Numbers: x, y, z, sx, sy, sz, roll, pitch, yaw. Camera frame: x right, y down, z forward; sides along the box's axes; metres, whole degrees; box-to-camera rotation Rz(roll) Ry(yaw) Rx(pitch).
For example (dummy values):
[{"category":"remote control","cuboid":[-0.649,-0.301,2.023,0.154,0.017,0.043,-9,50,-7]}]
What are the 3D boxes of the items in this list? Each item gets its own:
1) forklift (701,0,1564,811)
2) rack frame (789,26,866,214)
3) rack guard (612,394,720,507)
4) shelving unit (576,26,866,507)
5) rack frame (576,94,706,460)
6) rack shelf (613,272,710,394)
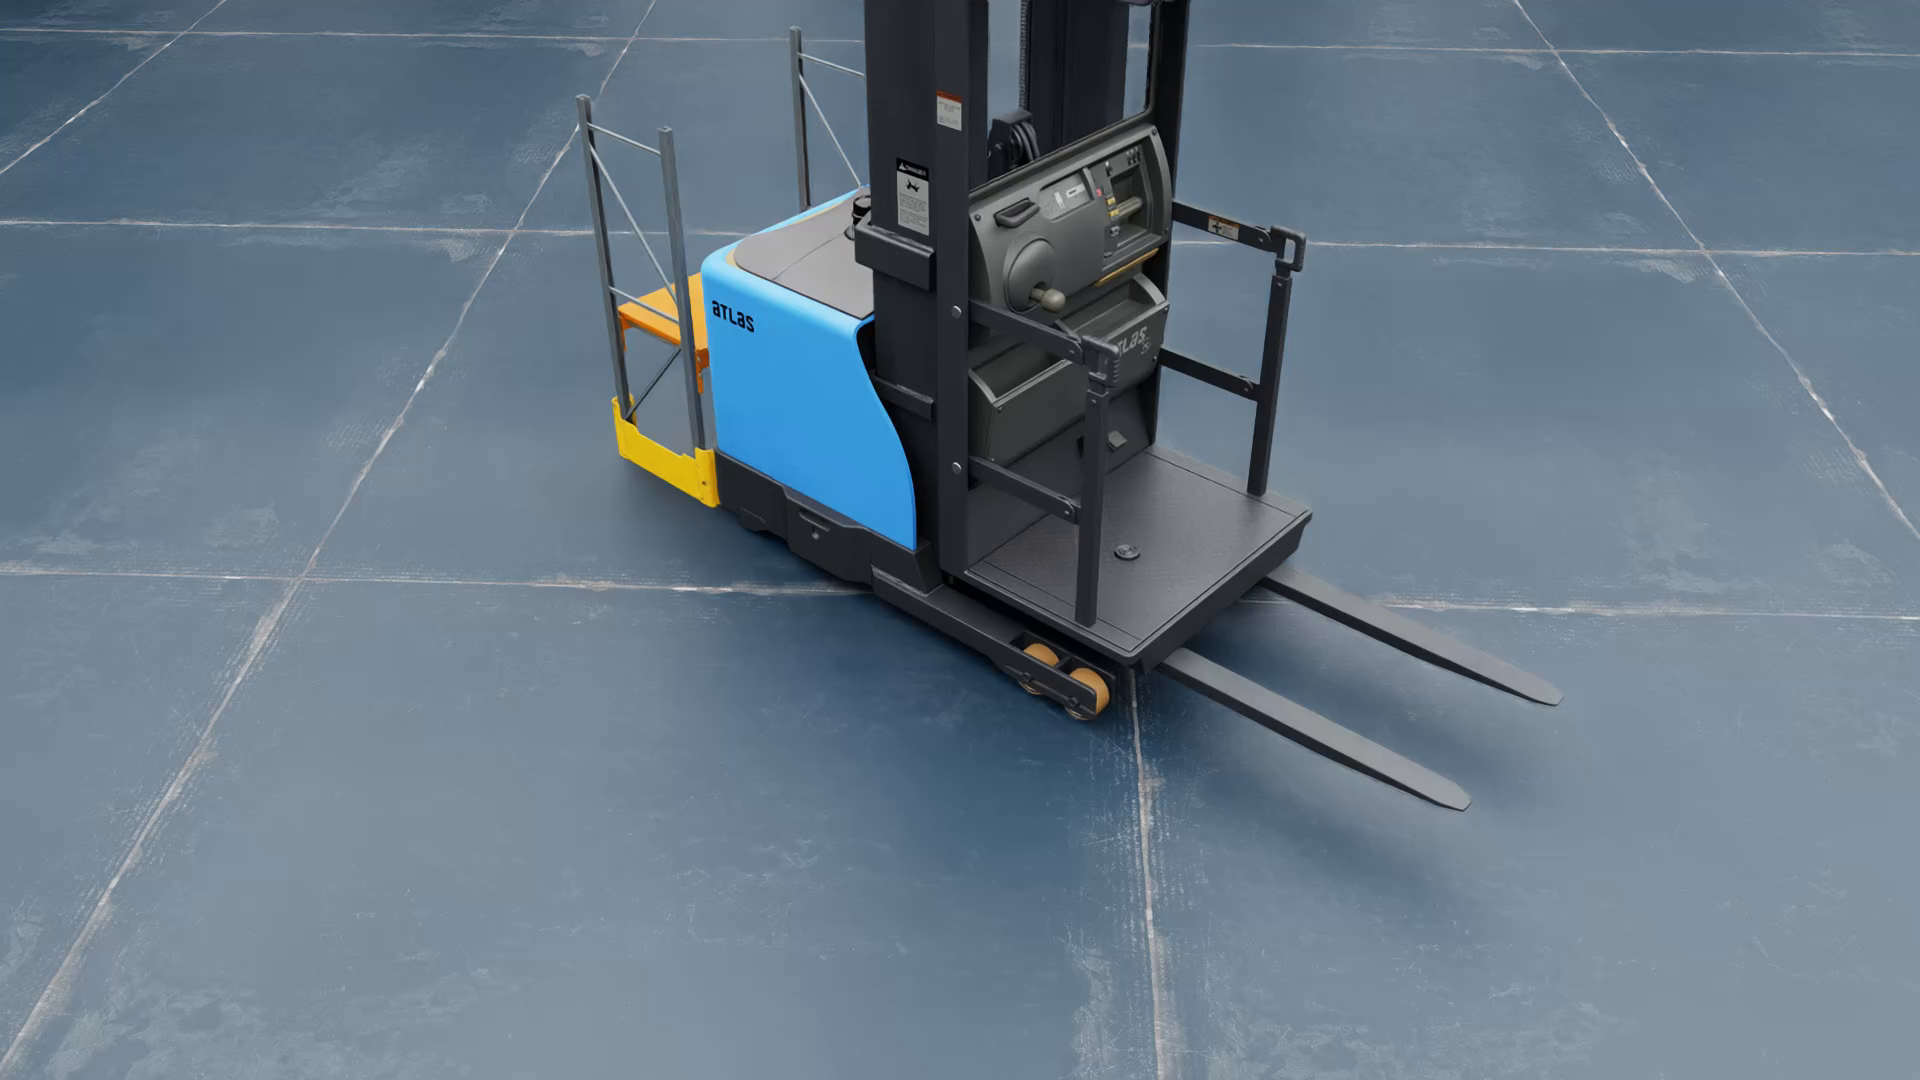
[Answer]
[{"category":"forklift","cuboid":[0.519,-0.958,5.064,3.031,2.935,1.130,27,43,32]},{"category":"rack frame","cuboid":[-0.474,-1.292,6.782,0.500,1.500,0.032,28,44,34]},{"category":"rack guard","cuboid":[-1.148,-0.358,6.541,0.587,0.250,0.087,28,44,34]},{"category":"shelving unit","cuboid":[-0.812,-1.080,6.482,0.587,1.500,1.083,28,44,34]},{"category":"rack frame","cuboid":[-1.163,-0.862,6.170,0.500,1.500,0.032,28,44,34]},{"category":"rack shelf","cuboid":[-0.818,-0.929,6.579,0.538,0.185,1.000,28,44,34]}]
